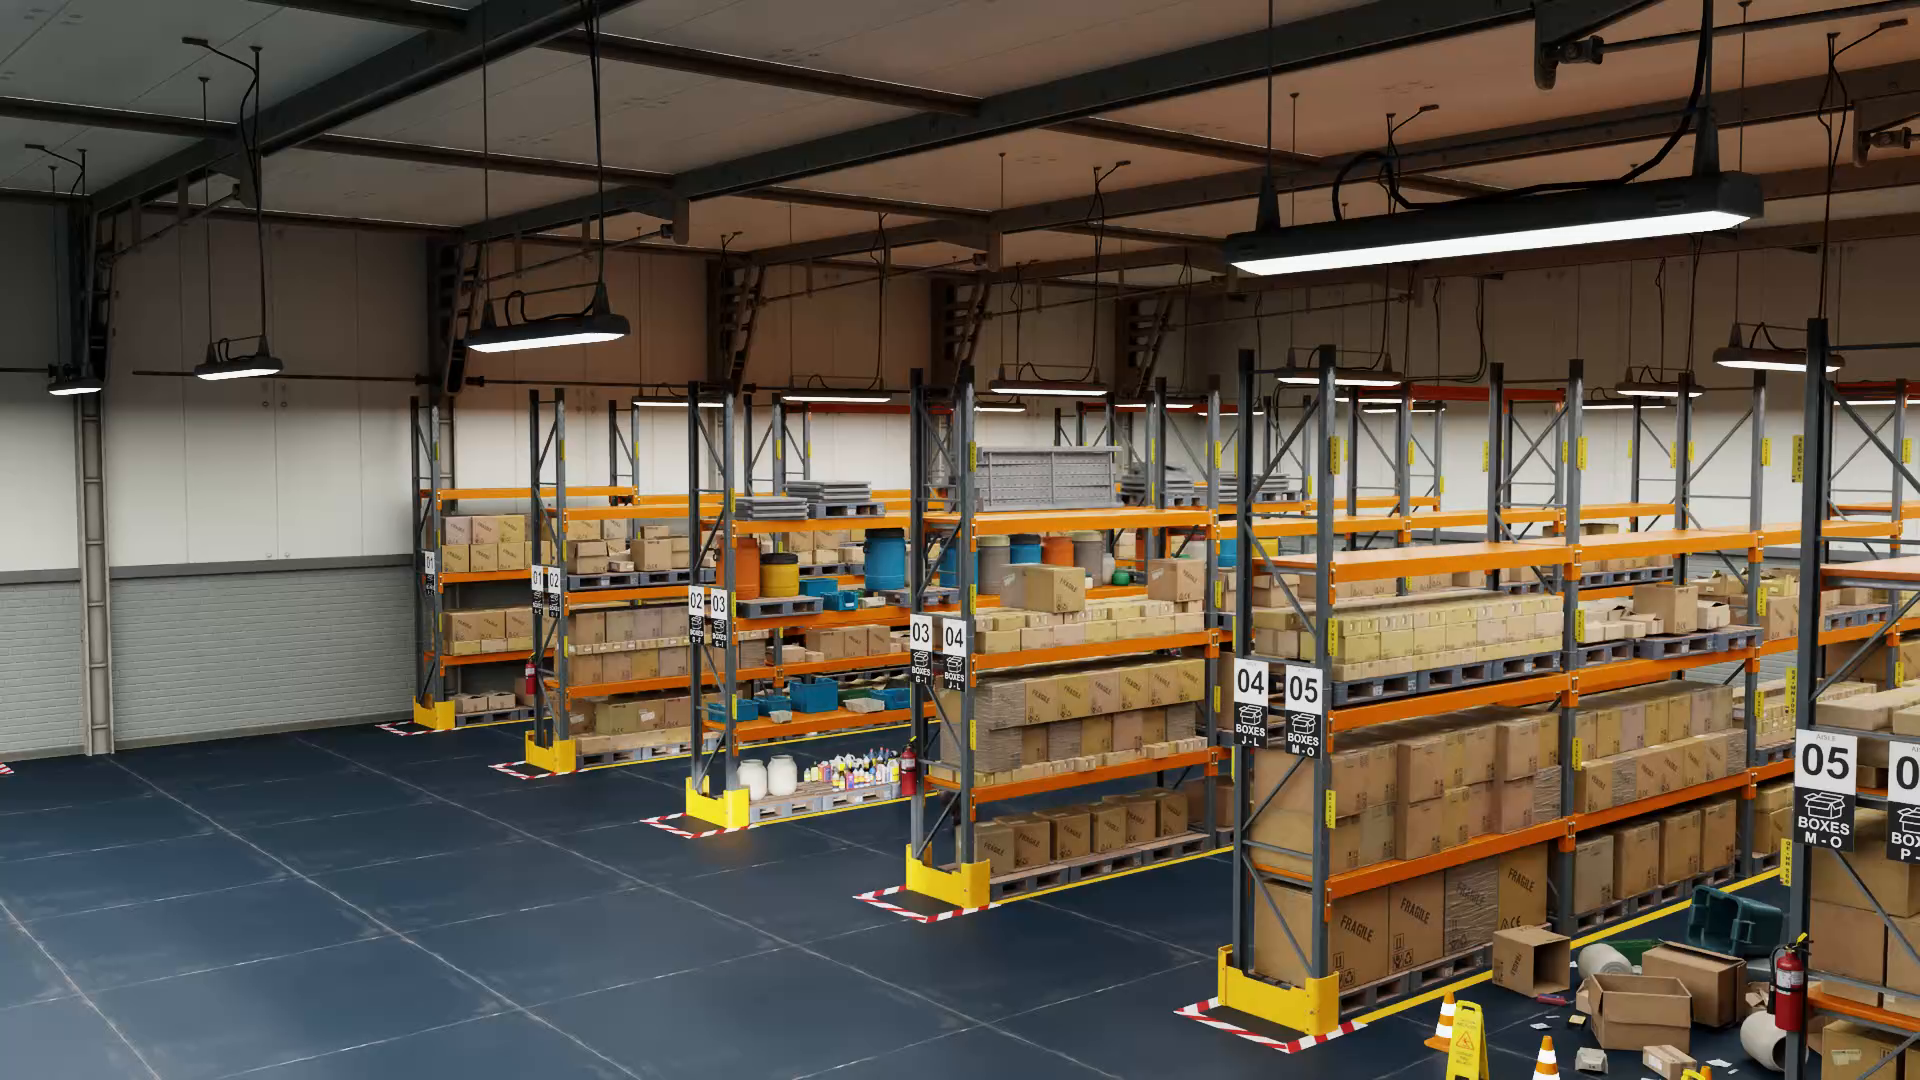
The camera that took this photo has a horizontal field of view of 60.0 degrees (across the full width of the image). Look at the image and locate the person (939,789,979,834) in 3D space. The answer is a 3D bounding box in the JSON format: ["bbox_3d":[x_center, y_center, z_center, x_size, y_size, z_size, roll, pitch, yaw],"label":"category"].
[{"bbox_3d":[0.041,3.027,21.679,0.653,1.677,0.701,2,4,36],"label":"person"}]

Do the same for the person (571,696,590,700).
[{"bbox_3d":[-6.528,2.701,28.748,0.538,1.557,0.548,2,4,30],"label":"person"}]
